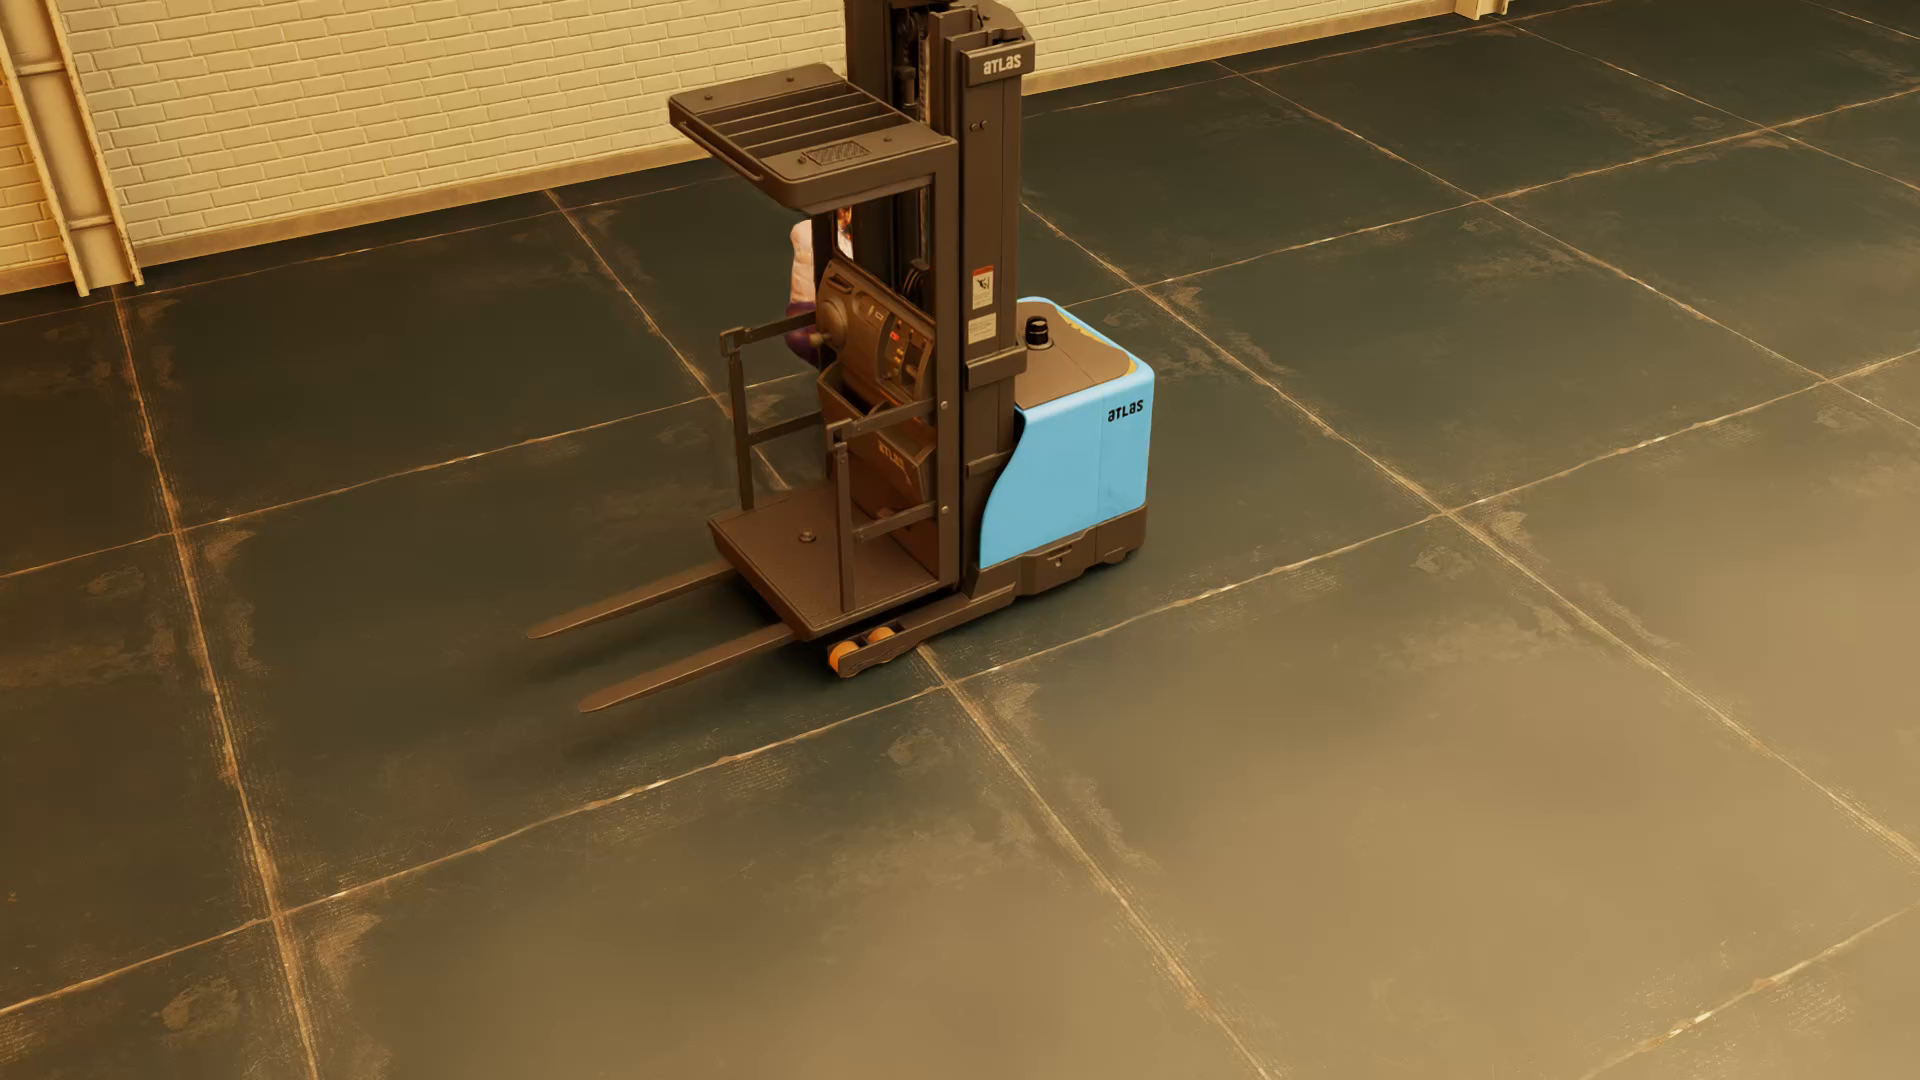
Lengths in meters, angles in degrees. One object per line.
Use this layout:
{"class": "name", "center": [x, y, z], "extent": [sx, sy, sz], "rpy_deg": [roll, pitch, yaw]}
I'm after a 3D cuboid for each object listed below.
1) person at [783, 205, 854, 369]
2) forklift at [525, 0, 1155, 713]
{"class": "person", "center": [-0.582, -1.259, 9.257], "extent": [0.915, 1.415, 0.859], "rpy_deg": [18, 39, 24]}
{"class": "forklift", "center": [-0.561, -0.905, 7.403], "extent": [3.031, 2.935, 1.130], "rpy_deg": [-21, 40, -27]}
